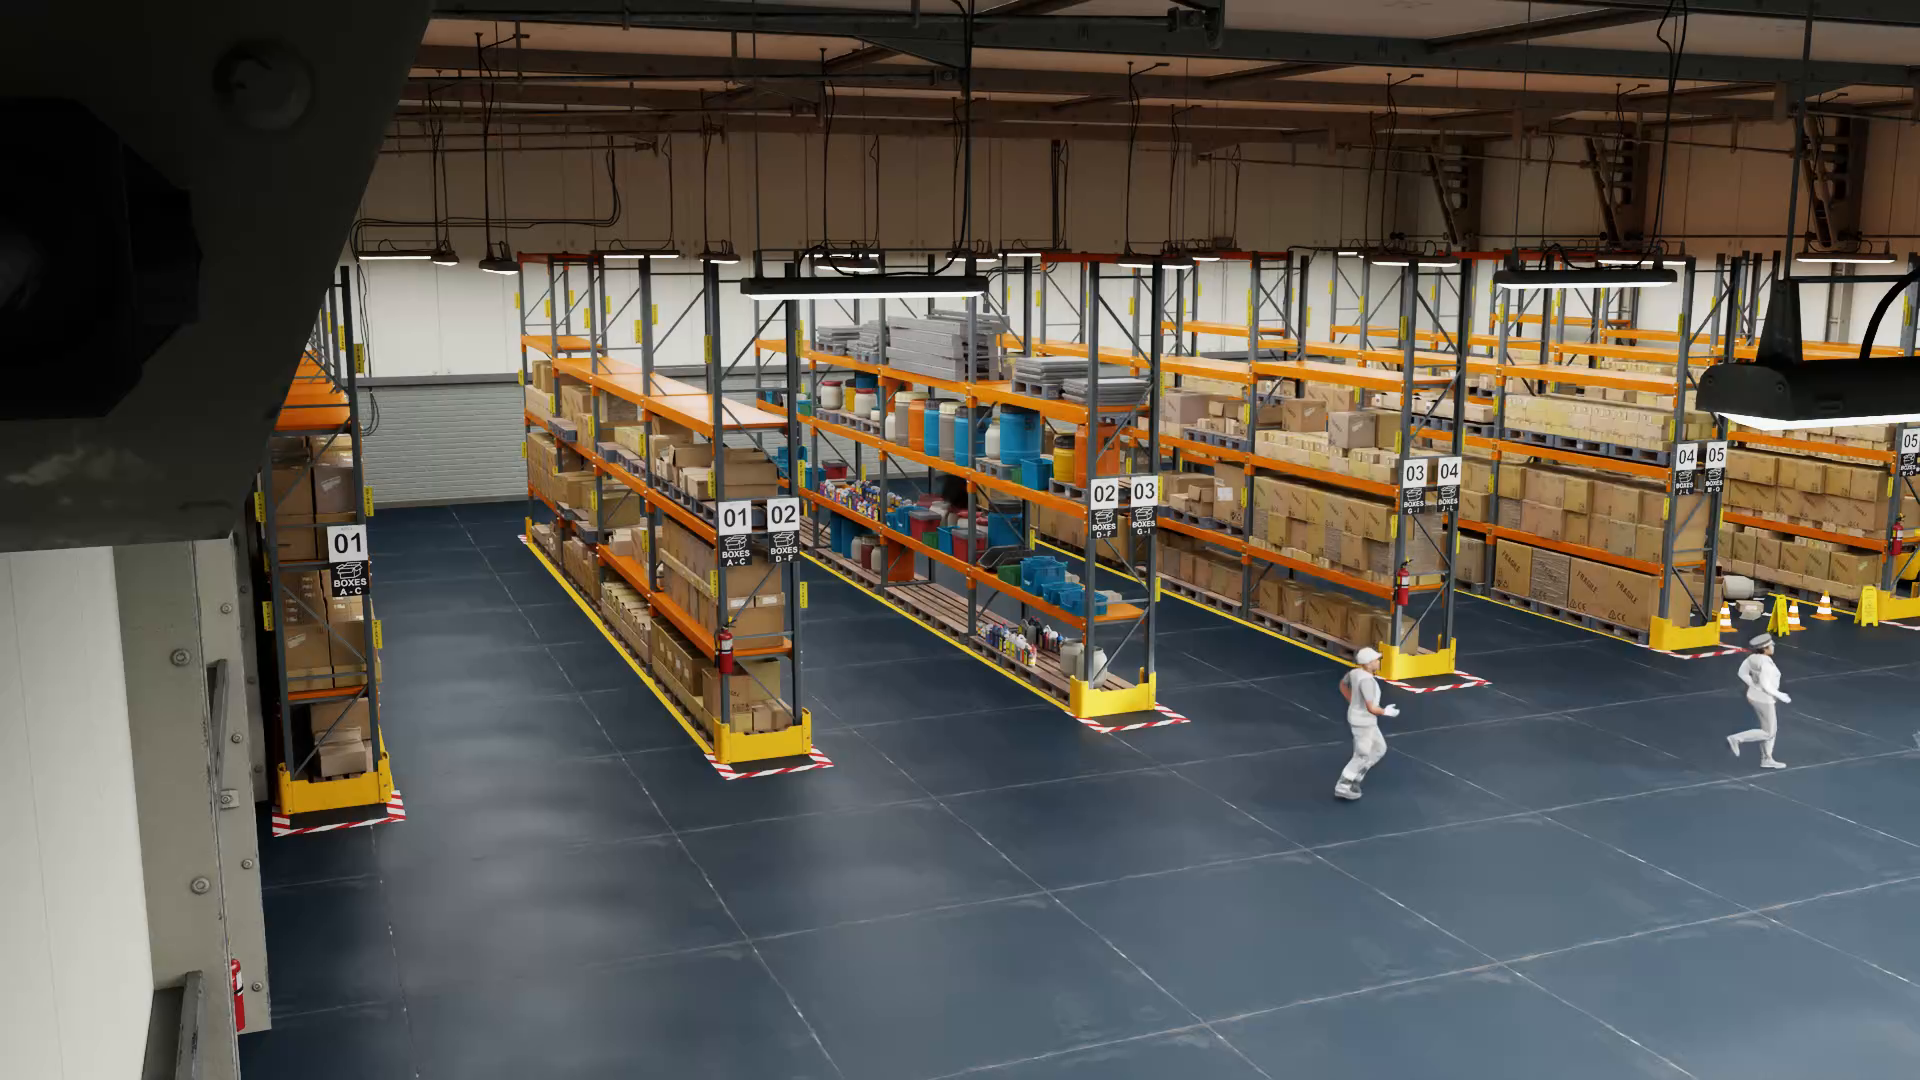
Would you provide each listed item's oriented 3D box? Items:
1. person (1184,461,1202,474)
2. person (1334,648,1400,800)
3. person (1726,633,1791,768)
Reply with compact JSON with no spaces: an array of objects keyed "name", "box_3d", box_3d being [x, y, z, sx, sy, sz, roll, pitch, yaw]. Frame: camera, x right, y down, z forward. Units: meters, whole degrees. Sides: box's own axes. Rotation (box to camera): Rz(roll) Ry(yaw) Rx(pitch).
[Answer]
[{"name":"person","box_3d":[5.863,-2.052,41.606,0.573,1.686,0.728,9,13,39]},{"name":"person","box_3d":[4.598,2.079,18.787,0.676,1.785,0.686,1,10,5]},{"name":"person","box_3d":[9.564,1.925,19.908,0.742,1.661,0.588,1,10,3]}]
